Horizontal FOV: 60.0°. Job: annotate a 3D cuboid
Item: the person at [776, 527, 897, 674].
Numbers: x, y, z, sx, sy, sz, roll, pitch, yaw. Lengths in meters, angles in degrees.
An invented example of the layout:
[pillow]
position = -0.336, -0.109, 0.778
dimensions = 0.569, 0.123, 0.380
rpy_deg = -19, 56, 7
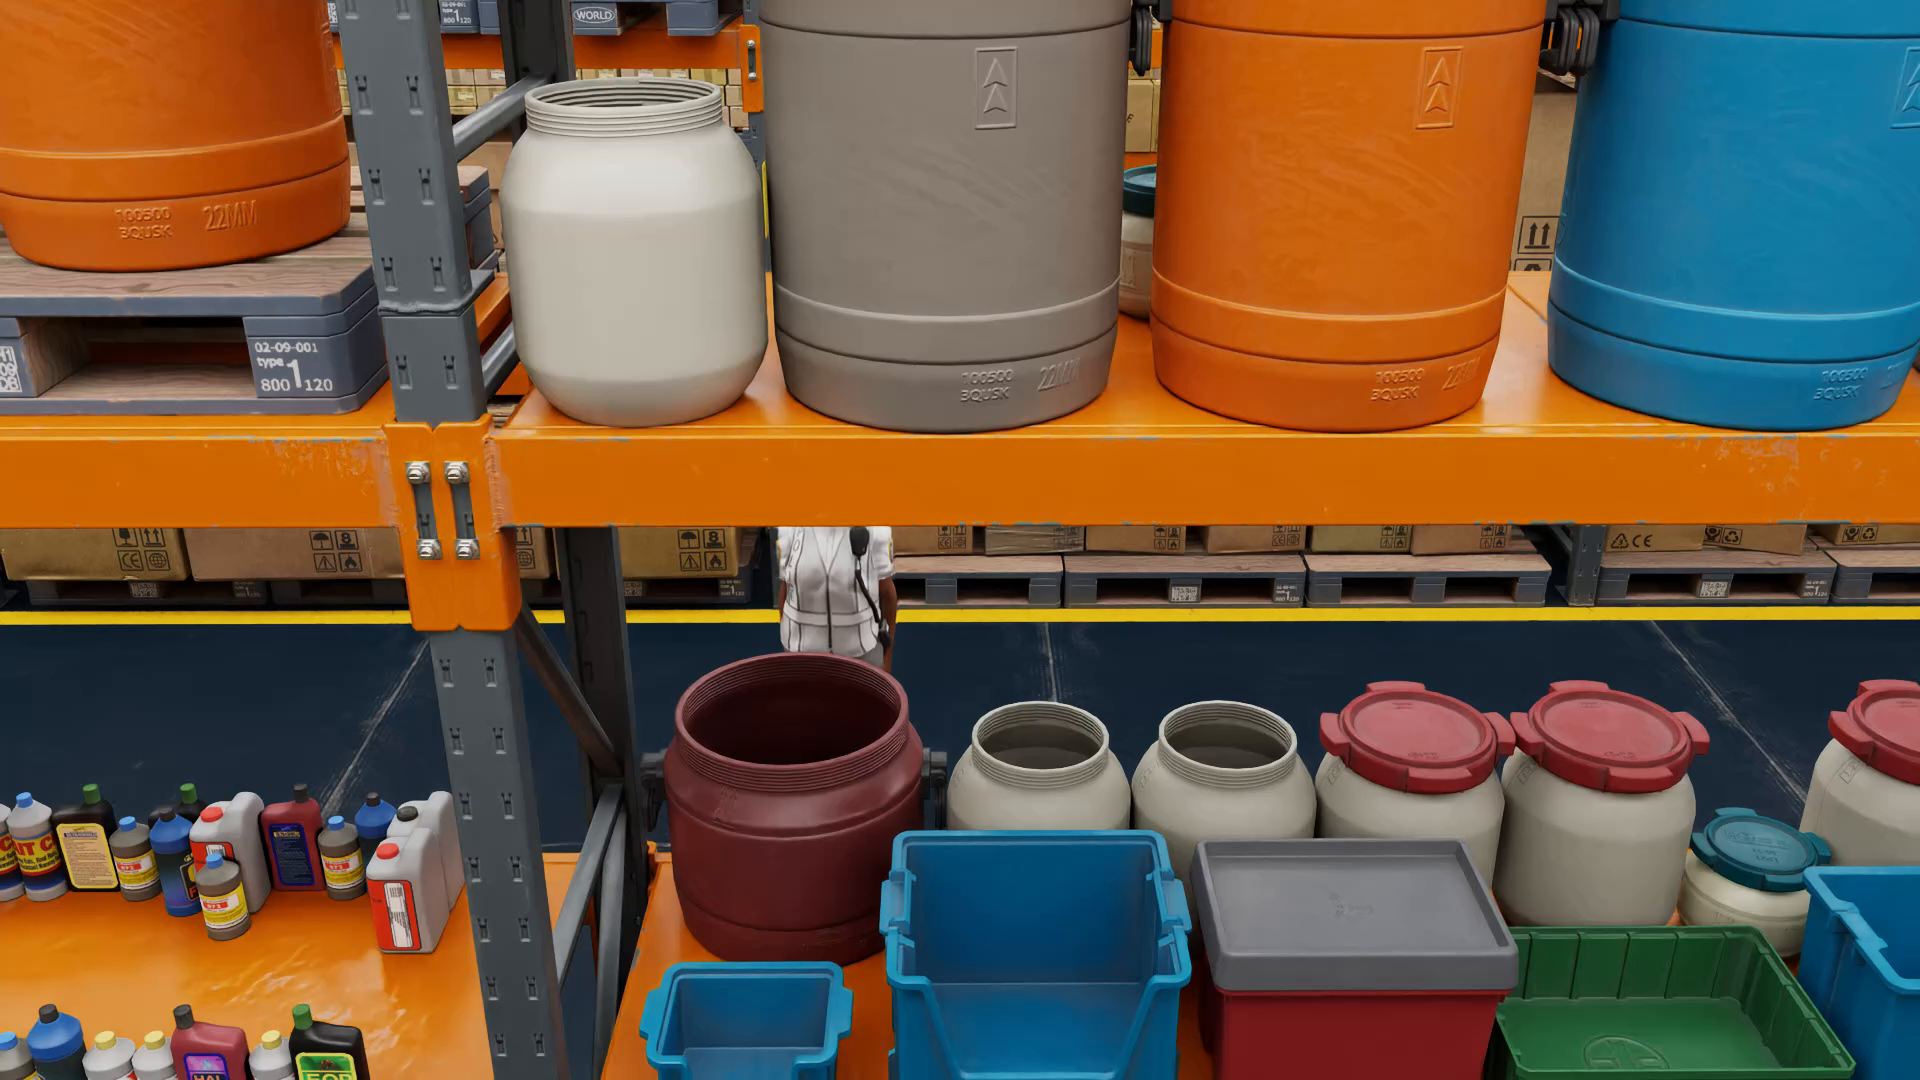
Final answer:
[person]
position = -0.451, 0.419, 6.185
dimensions = 0.437, 1.707, 0.339
rpy_deg = 0, 24, 1
